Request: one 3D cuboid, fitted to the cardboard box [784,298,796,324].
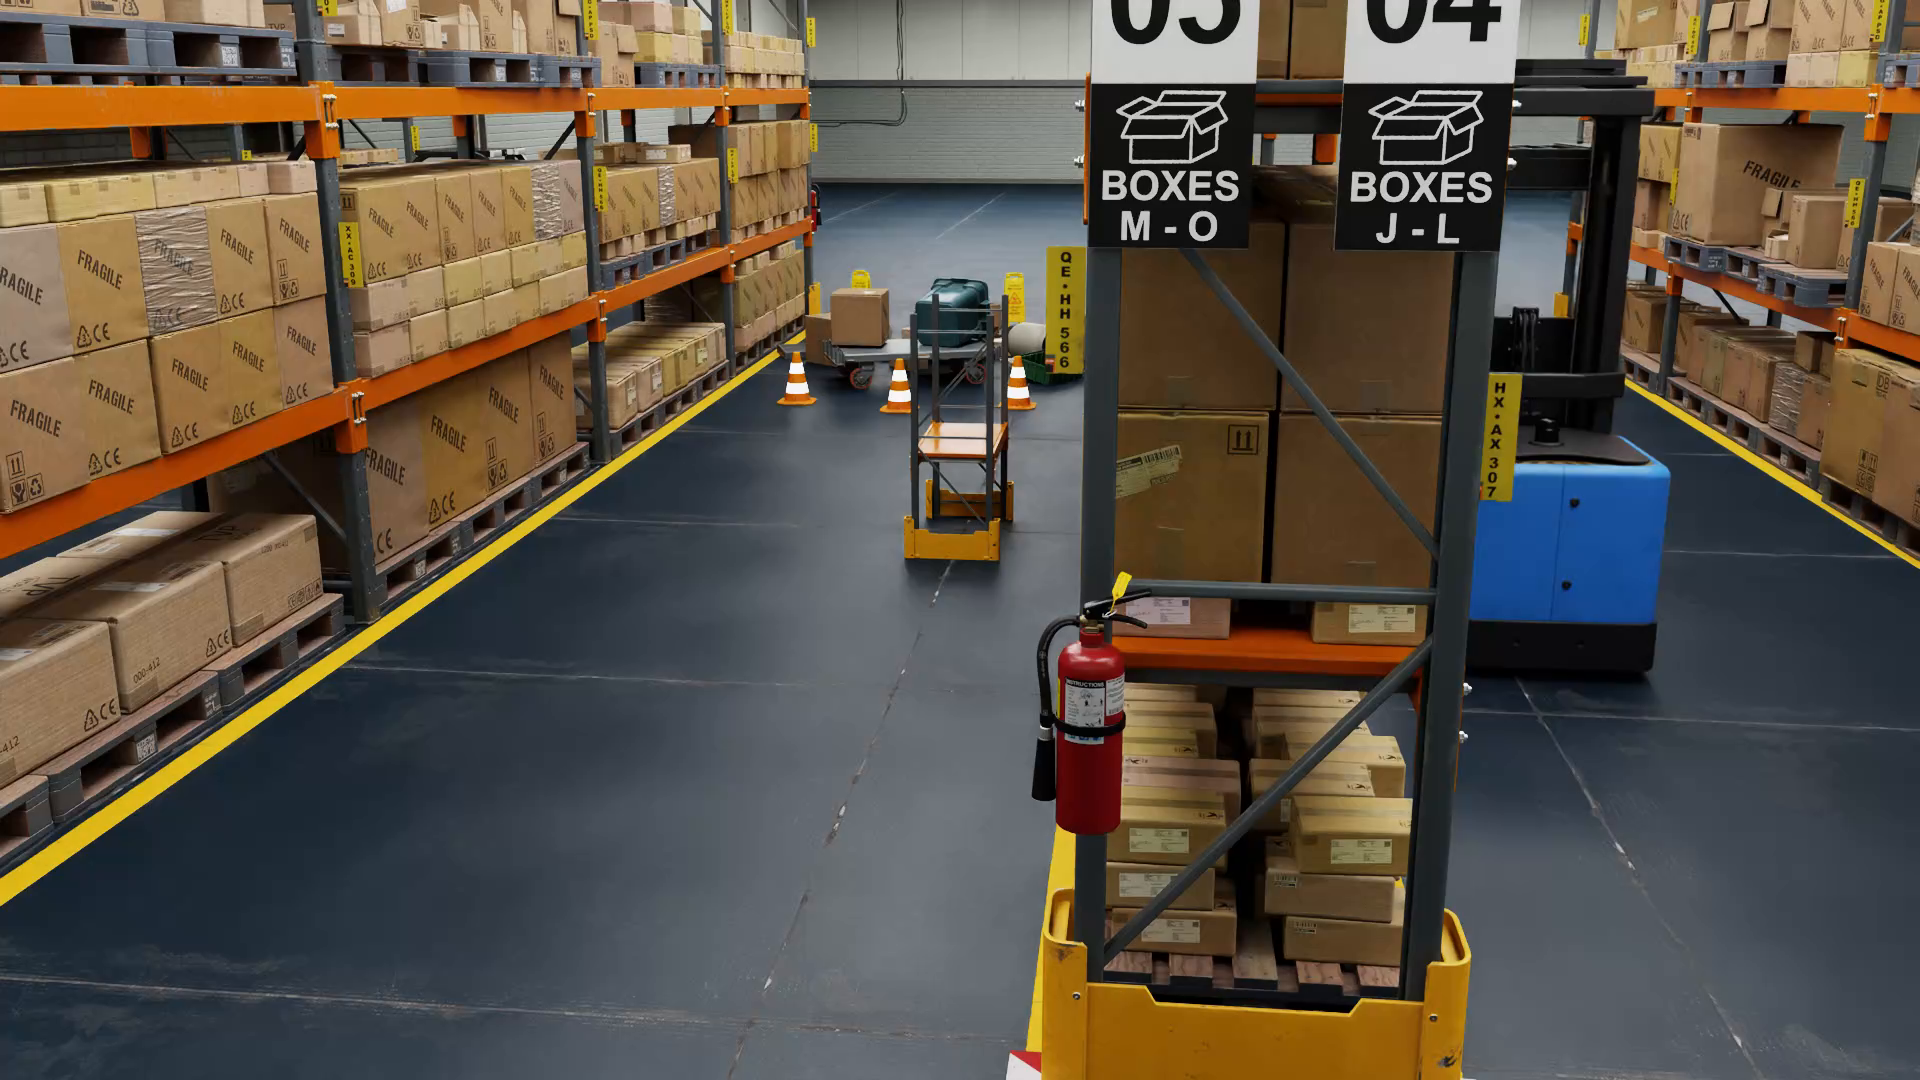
[{"bbox_3d":[-2.195,-2.649,19.177,0.500,0.250,0.500,2,15,6],"label":"cardboard box"}]

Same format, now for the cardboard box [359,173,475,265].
[{"bbox_3d":[-3.234,-1.913,9.882,0.500,0.500,0.500,1,15,5],"label":"cardboard box"}]

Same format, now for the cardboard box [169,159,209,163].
[{"bbox_3d":[-7.952,-3.830,17.076,0.380,0.149,0.250,2,15,6],"label":"cardboard box"}]

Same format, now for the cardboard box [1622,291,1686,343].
[{"bbox_3d":[7.332,-2.351,17.593,0.500,0.500,0.500,3,15,11],"label":"cardboard box"}]

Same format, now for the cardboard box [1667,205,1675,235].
[{"bbox_3d":[7.203,-3.103,15.630,0.875,0.500,0.500,2,15,6],"label":"cardboard box"}]

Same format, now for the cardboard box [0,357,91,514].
[{"bbox_3d":[-3.666,-0.404,6.217,0.500,0.500,0.500,2,15,6],"label":"cardboard box"}]

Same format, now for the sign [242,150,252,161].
[{"bbox_3d":[-7.148,-3.741,16.683,0.100,0.325,0.005,2,15,6],"label":"sign"}]

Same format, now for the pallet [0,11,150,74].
[{"bbox_3d":[-3.901,-1.891,6.333,1.003,0.211,1.213,2,15,6],"label":"pallet"}]

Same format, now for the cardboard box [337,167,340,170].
[{"bbox_3d":[-7.236,-4.139,18.787,0.380,0.149,0.250,2,15,6],"label":"cardboard box"}]

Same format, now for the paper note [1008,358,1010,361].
[{"bbox_3d":[0.509,-1.938,17.785,0.172,0.023,0.155,7,17,25],"label":"paper note"}]

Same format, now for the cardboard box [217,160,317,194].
[{"bbox_3d":[-3.377,-1.768,8.105,0.380,0.149,0.250,1,15,5],"label":"cardboard box"}]

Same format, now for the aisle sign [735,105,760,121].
[{"bbox_3d":[-2.605,-5.406,19.927,0.394,0.787,0.004,2,15,6],"label":"aisle sign"}]

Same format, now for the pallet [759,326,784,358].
[{"bbox_3d":[-2.580,-2.235,18.522,1.003,0.211,1.213,2,15,6],"label":"pallet"}]

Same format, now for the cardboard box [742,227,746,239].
[{"bbox_3d":[-2.425,-3.176,17.143,0.380,0.149,0.250,2,15,6],"label":"cardboard box"}]

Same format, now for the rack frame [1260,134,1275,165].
[{"bbox_3d":[1.723,-1.931,12.058,1.000,3.000,0.127,2,15,6],"label":"rack frame"}]

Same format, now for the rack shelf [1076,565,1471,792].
[{"bbox_3d":[1.046,-0.028,6.396,1.077,0.370,4.000,2,15,6],"label":"rack shelf"}]

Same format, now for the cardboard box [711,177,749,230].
[{"bbox_3d":[-2.429,-3.386,16.676,0.500,0.500,0.500,2,15,6],"label":"cardboard box"}]

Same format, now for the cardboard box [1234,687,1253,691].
[{"bbox_3d":[1.279,0.494,6.605,0.380,0.149,0.250,2,15,6],"label":"cardboard box"}]

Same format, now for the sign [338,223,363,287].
[{"bbox_3d":[-3.107,-1.454,8.481,0.100,0.325,0.005,2,15,6],"label":"sign"}]

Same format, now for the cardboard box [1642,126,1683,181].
[{"bbox_3d":[6.924,-3.725,16.016,0.500,0.500,0.500,2,15,6],"label":"cardboard box"}]

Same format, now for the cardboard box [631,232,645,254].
[{"bbox_3d":[-2.792,-2.424,13.556,0.380,0.149,0.250,2,15,7],"label":"cardboard box"}]

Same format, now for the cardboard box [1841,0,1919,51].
[{"bbox_3d":[6.445,-3.628,11.435,0.500,0.500,0.500,2,15,8],"label":"cardboard box"}]

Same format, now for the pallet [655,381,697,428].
[{"bbox_3d":[-2.977,-1.223,14.780,1.003,0.211,1.213,2,15,6],"label":"pallet"}]

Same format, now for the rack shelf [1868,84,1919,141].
[{"bbox_3d":[6.414,-2.341,9.204,1.077,0.370,4.000,2,15,6],"label":"rack shelf"}]

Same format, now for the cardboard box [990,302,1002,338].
[{"bbox_3d":[0.013,-2.390,18.538,0.797,0.503,0.637,-10,18,-32],"label":"cardboard box"}]

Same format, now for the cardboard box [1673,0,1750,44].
[{"bbox_3d":[6.888,-4.802,15.208,0.500,0.500,0.500,1,15,5],"label":"cardboard box"}]

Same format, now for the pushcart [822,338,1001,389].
[{"bbox_3d":[-0.485,-1.768,16.478,1.648,0.377,0.936,-4,16,-13],"label":"pushcart"}]

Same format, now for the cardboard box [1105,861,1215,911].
[{"bbox_3d":[0.596,1.028,5.200,0.380,0.149,0.250,1,15,5],"label":"cardboard box"}]

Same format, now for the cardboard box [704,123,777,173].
[{"bbox_3d":[-2.328,-4.132,17.519,0.700,0.500,0.500,1,15,5],"label":"cardboard box"}]

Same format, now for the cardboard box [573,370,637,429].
[{"bbox_3d":[-3.133,-1.131,13.329,0.950,0.372,0.625,1,15,2],"label":"cardboard box"}]

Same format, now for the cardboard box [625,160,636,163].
[{"bbox_3d":[-3.149,-3.240,15.331,0.500,0.500,0.500,2,15,6],"label":"cardboard box"}]

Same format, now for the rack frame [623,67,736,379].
[{"bbox_3d":[-2.756,-3.088,16.337,1.000,3.000,0.127,2,15,6],"label":"rack frame"}]

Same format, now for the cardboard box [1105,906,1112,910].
[{"bbox_3d":[0.601,1.105,5.487,0.380,0.149,0.250,2,15,8],"label":"cardboard box"}]

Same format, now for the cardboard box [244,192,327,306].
[{"bbox_3d":[-3.437,-1.414,8.037,0.500,0.500,0.500,2,15,6],"label":"cardboard box"}]

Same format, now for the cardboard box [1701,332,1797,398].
[{"bbox_3d":[6.928,-1.520,14.484,0.700,0.500,0.500,2,15,6],"label":"cardboard box"}]

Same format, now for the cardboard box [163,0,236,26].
[{"bbox_3d":[-3.442,-2.347,7.336,0.380,0.149,0.250,2,15,8],"label":"cardboard box"}]

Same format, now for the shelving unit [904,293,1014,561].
[{"bbox_3d":[0.009,-0.744,10.539,0.587,1.500,1.083,2,15,6],"label":"shelving unit"}]

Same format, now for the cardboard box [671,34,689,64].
[{"bbox_3d":[-2.740,-4.380,14.849,0.500,0.250,0.500,2,15,7],"label":"cardboard box"}]

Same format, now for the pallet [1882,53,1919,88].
[{"bbox_3d":[6.620,-2.947,10.430,1.213,0.211,1.003,2,15,9],"label":"pallet"}]

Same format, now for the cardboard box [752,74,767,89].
[{"bbox_3d":[-2.244,-4.820,17.477,0.380,0.149,0.250,1,15,5],"label":"cardboard box"}]

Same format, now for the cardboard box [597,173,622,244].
[{"bbox_3d":[-2.926,-2.555,12.800,0.500,0.500,0.500,1,15,5],"label":"cardboard box"}]

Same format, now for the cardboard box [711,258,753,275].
[{"bbox_3d":[-2.347,-2.814,17.108,0.380,0.149,0.250,2,15,7],"label":"cardboard box"}]

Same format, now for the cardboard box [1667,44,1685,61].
[{"bbox_3d":[6.904,-4.591,15.673,0.380,0.149,0.250,1,15,3],"label":"cardboard box"}]

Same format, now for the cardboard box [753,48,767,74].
[{"bbox_3d":[-2.316,-4.977,17.293,0.500,0.250,0.500,2,15,7],"label":"cardboard box"}]

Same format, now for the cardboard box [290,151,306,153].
[{"bbox_3d":[-7.613,-4.426,19.282,0.380,0.149,0.250,2,15,8],"label":"cardboard box"}]

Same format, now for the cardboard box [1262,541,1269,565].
[{"bbox_3d":[1.147,-0.016,5.457,0.380,0.149,0.250,2,15,9],"label":"cardboard box"}]

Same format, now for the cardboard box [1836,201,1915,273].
[{"bbox_3d":[6.661,-2.151,11.875,0.500,0.500,0.500,0,15,-1],"label":"cardboard box"}]

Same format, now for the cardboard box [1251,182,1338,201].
[{"bbox_3d":[1.320,-1.037,6.074,0.500,0.500,0.500,1,15,4],"label":"cardboard box"}]

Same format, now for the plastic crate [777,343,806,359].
[{"bbox_3d":[-1.764,-2.062,18.134,0.402,0.080,0.583,-4,16,-13],"label":"plastic crate"}]

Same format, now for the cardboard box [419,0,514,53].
[{"bbox_3d":[-3.118,-3.284,10.318,0.500,0.500,0.500,2,15,7],"label":"cardboard box"}]

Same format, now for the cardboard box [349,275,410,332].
[{"bbox_3d":[-3.329,-1.288,9.009,0.500,0.250,0.500,1,15,5],"label":"cardboard box"}]

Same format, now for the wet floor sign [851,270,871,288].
[{"bbox_3d":[-1.220,-3.007,20.546,0.267,0.644,0.232,7,17,25],"label":"wet floor sign"}]

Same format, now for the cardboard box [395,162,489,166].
[{"bbox_3d":[-3.552,-2.332,11.433,0.500,0.500,0.500,2,15,6],"label":"cardboard box"}]

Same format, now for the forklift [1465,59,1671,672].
[{"bbox_3d":[2.987,-1.111,9.157,1.130,2.935,3.031,1,15,5],"label":"forklift"}]
